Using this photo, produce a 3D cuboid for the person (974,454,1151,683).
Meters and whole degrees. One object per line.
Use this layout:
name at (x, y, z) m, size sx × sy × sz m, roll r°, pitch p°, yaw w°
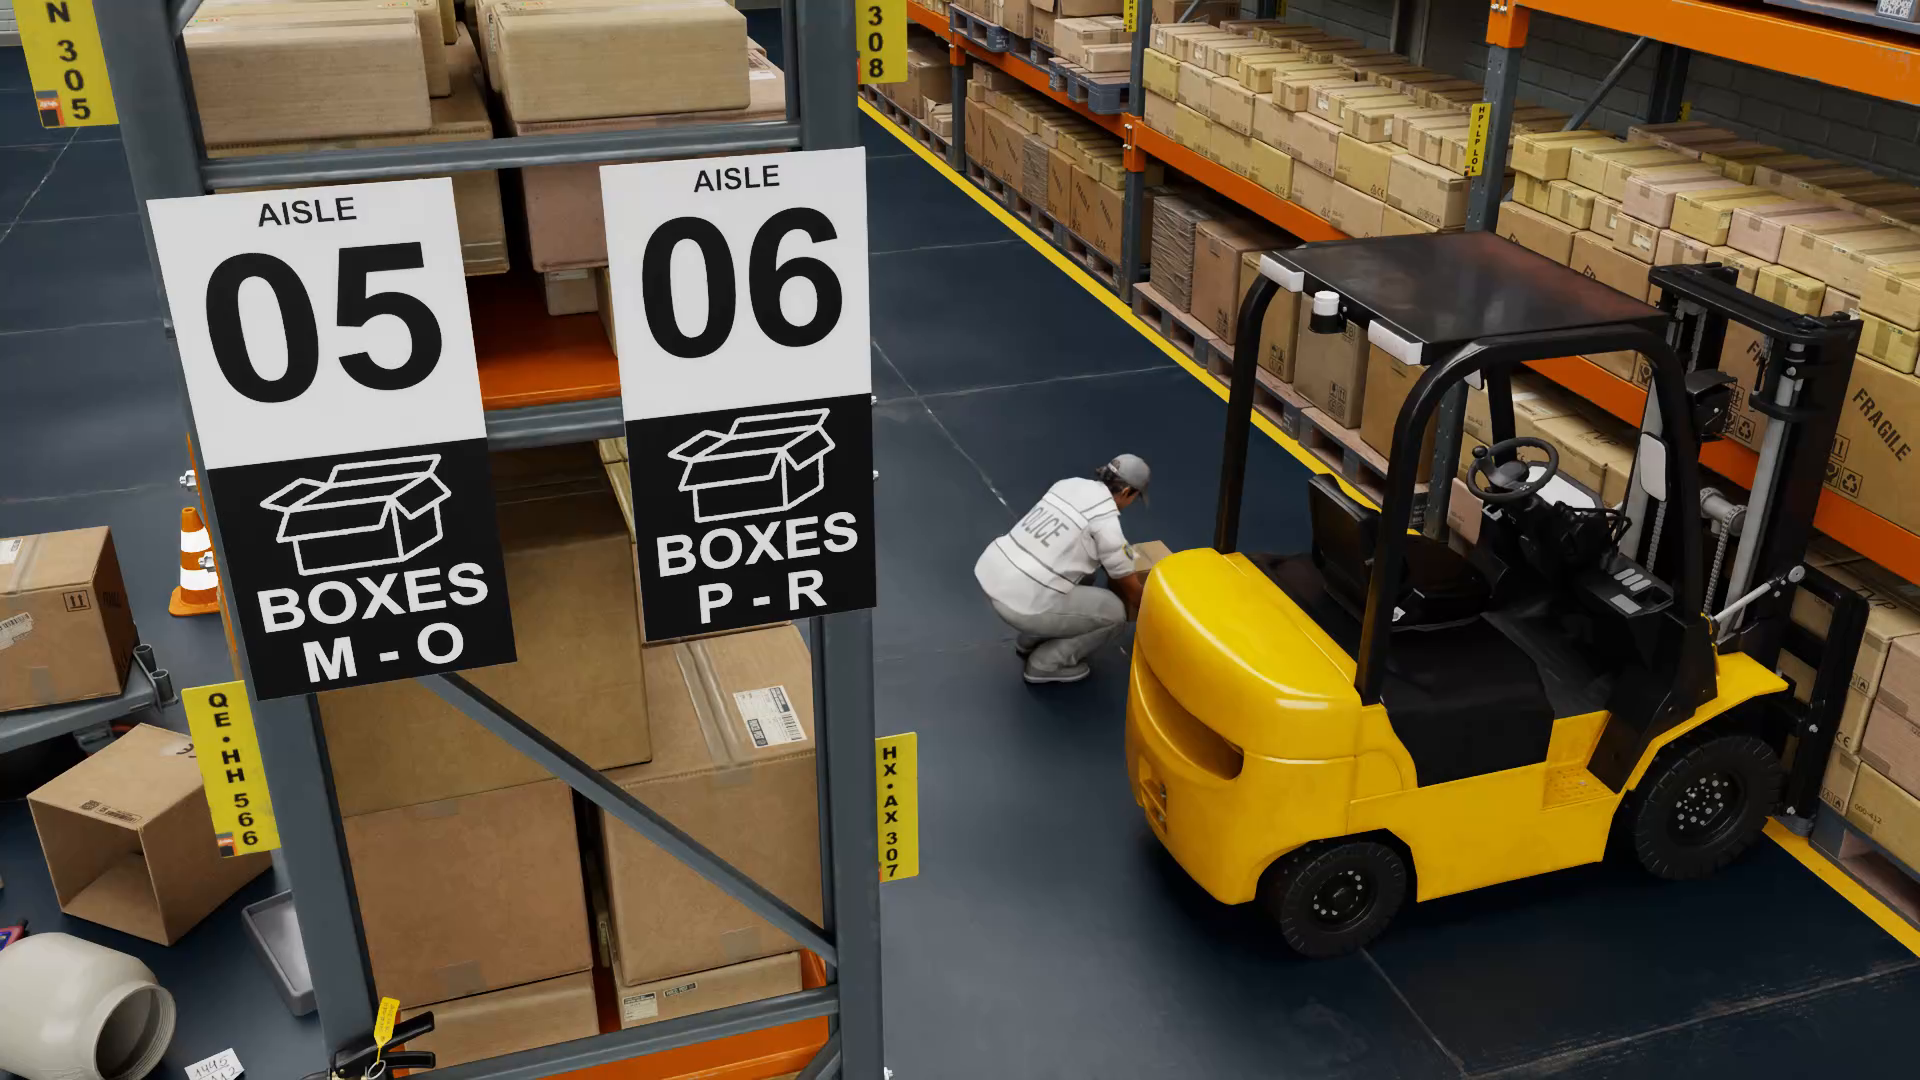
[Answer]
person at (0.489, 0.111, 7.226) m, size 0.849 × 0.931 × 0.532 m, roll -8°, pitch 28°, yaw -16°
